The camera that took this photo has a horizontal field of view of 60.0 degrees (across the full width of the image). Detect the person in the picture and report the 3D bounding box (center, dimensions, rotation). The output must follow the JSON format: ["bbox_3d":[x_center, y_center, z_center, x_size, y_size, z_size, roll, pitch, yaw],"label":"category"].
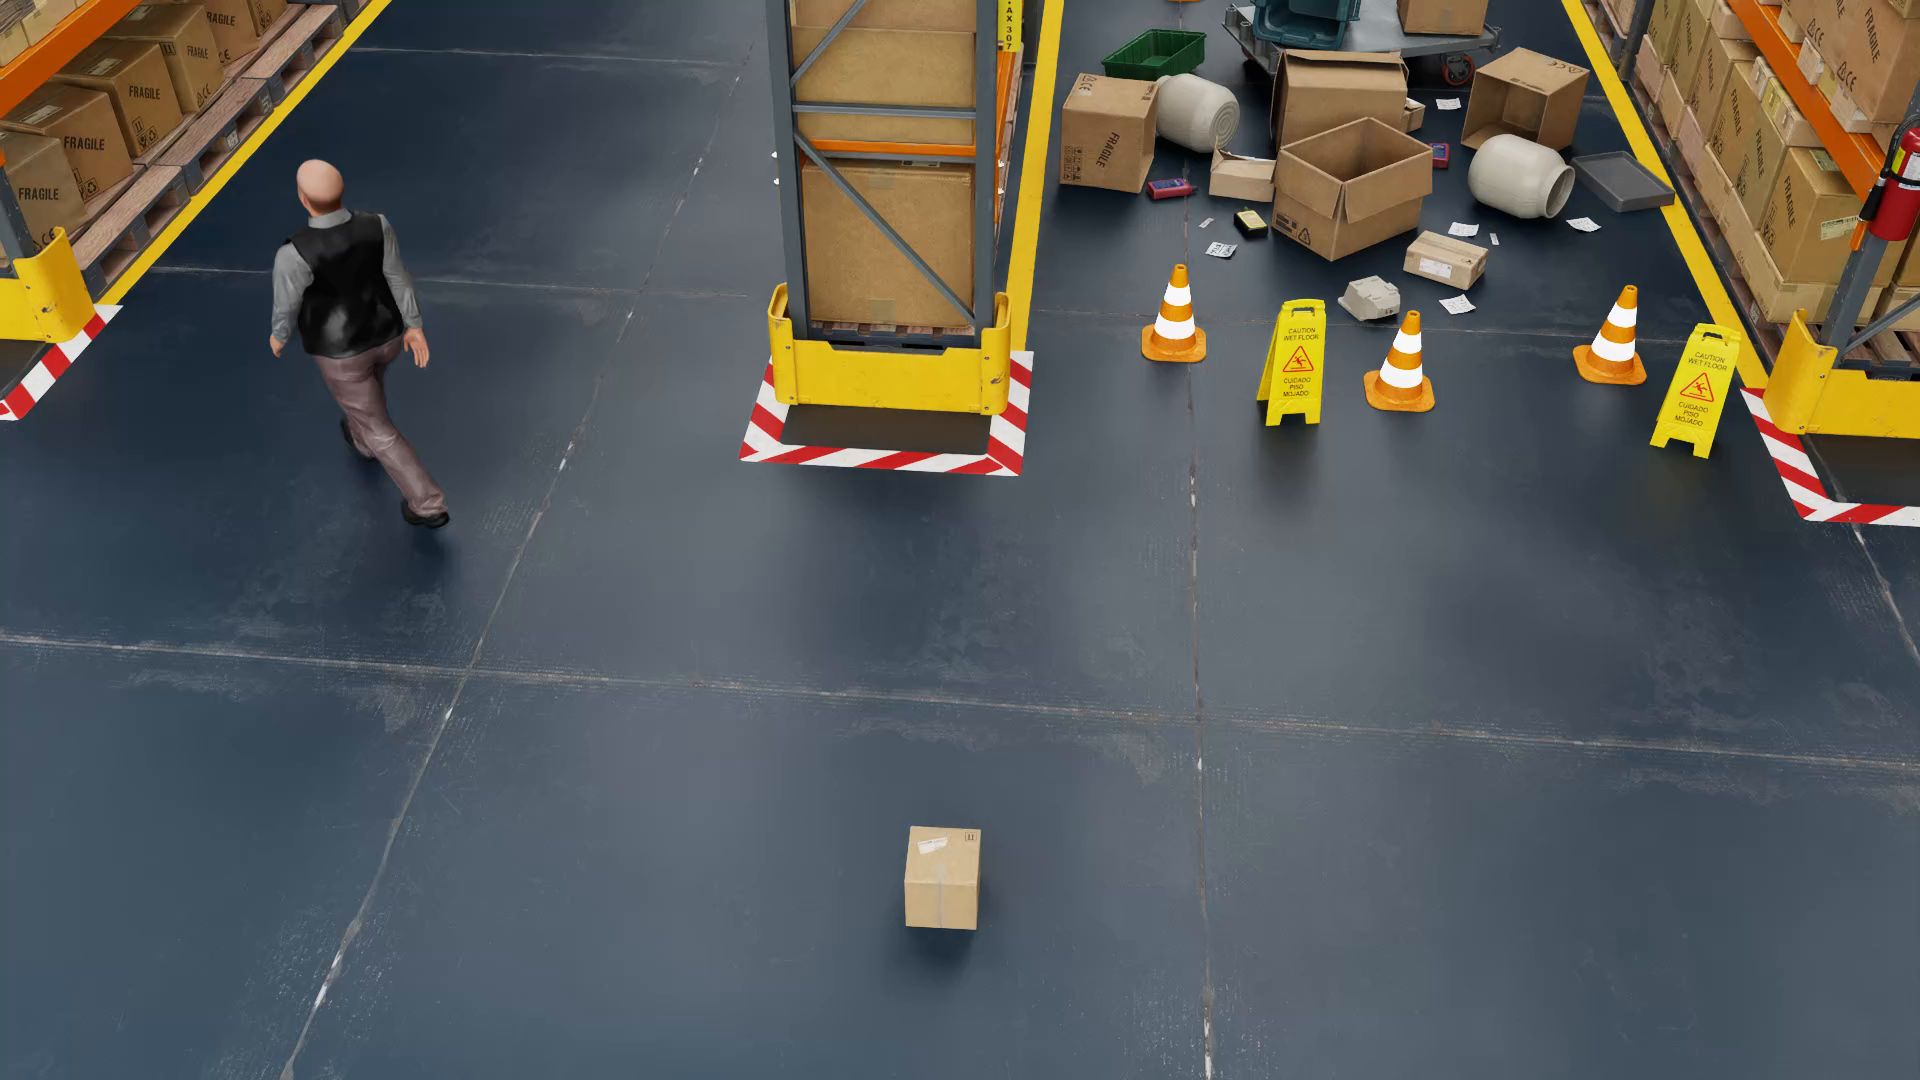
[{"bbox_3d":[-2.658,-0.880,7.235,1.038,1.679,0.550,27,47,28],"label":"person"}]
